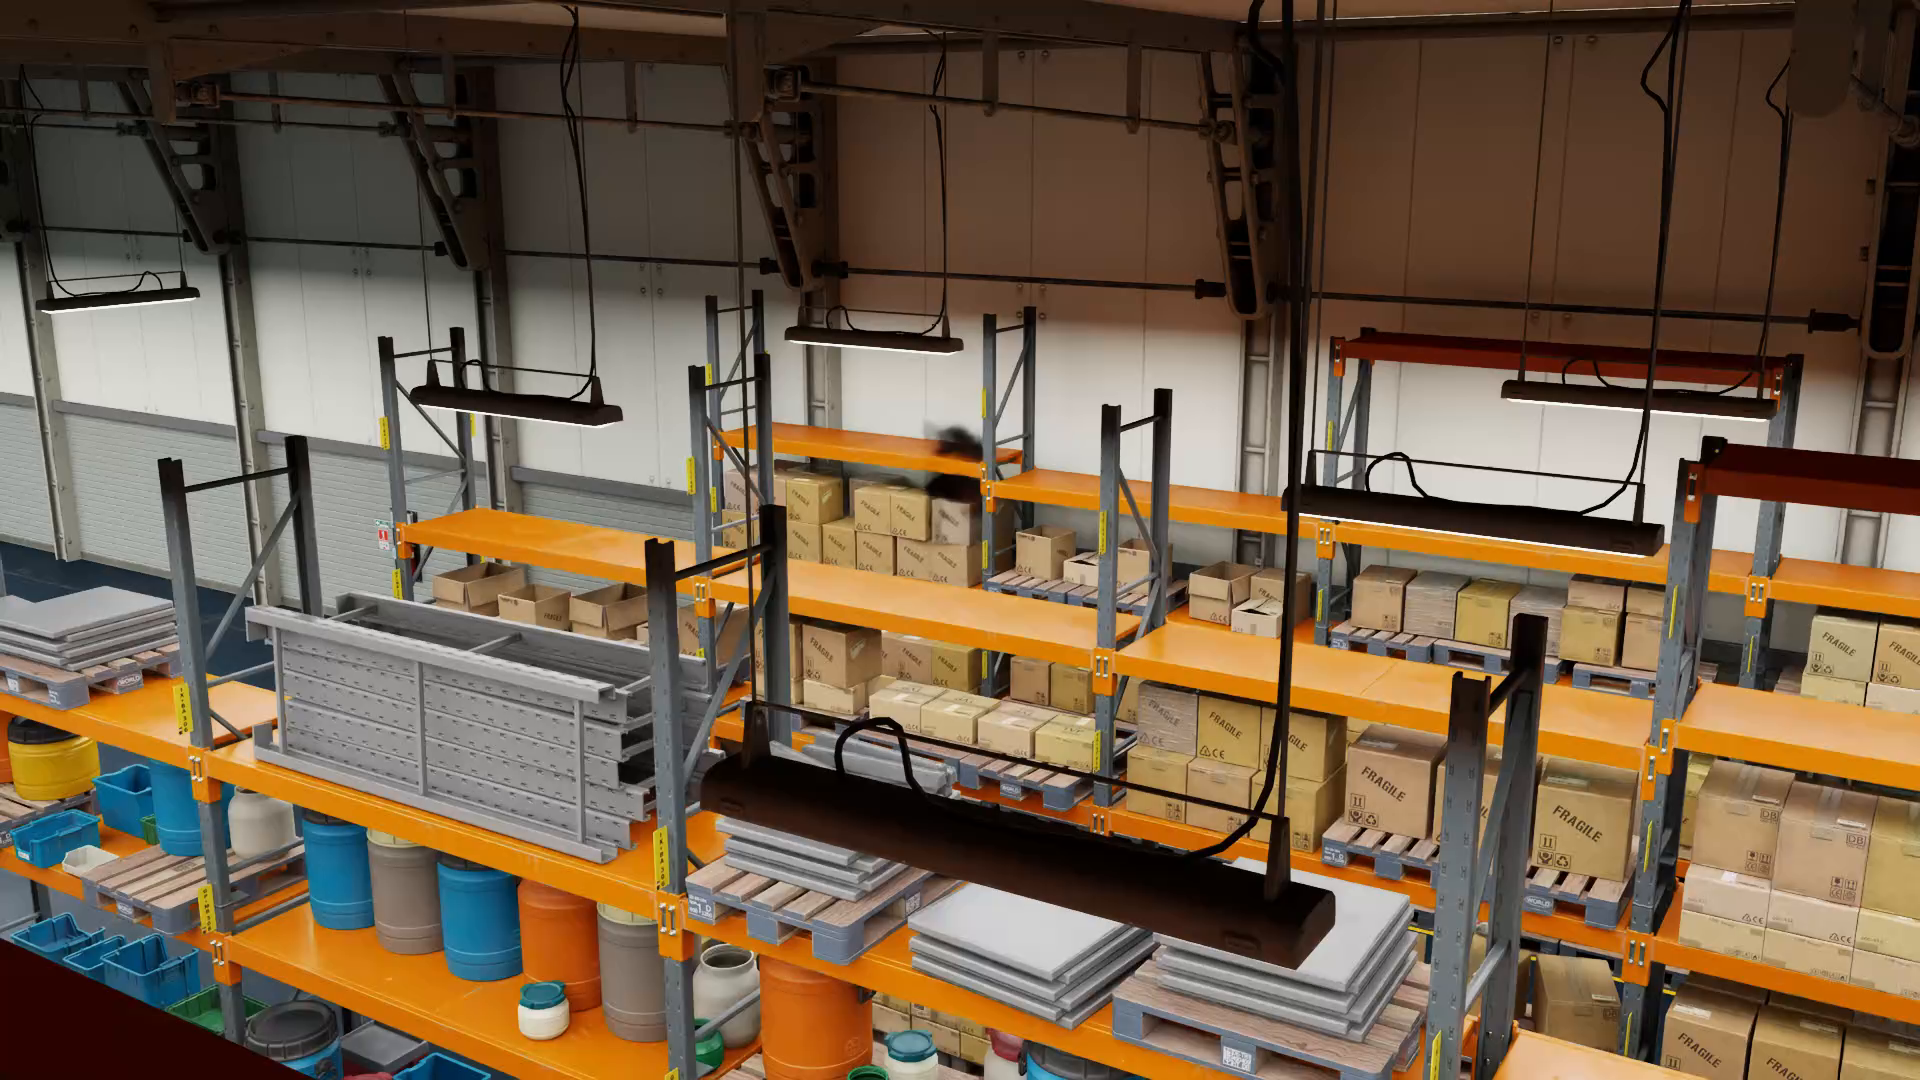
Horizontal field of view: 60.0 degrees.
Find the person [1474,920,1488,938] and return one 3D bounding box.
[{"bbox_3d":[4.469,3.730,14.327,0.569,1.689,0.618,8,16,28],"label":"person"}]
